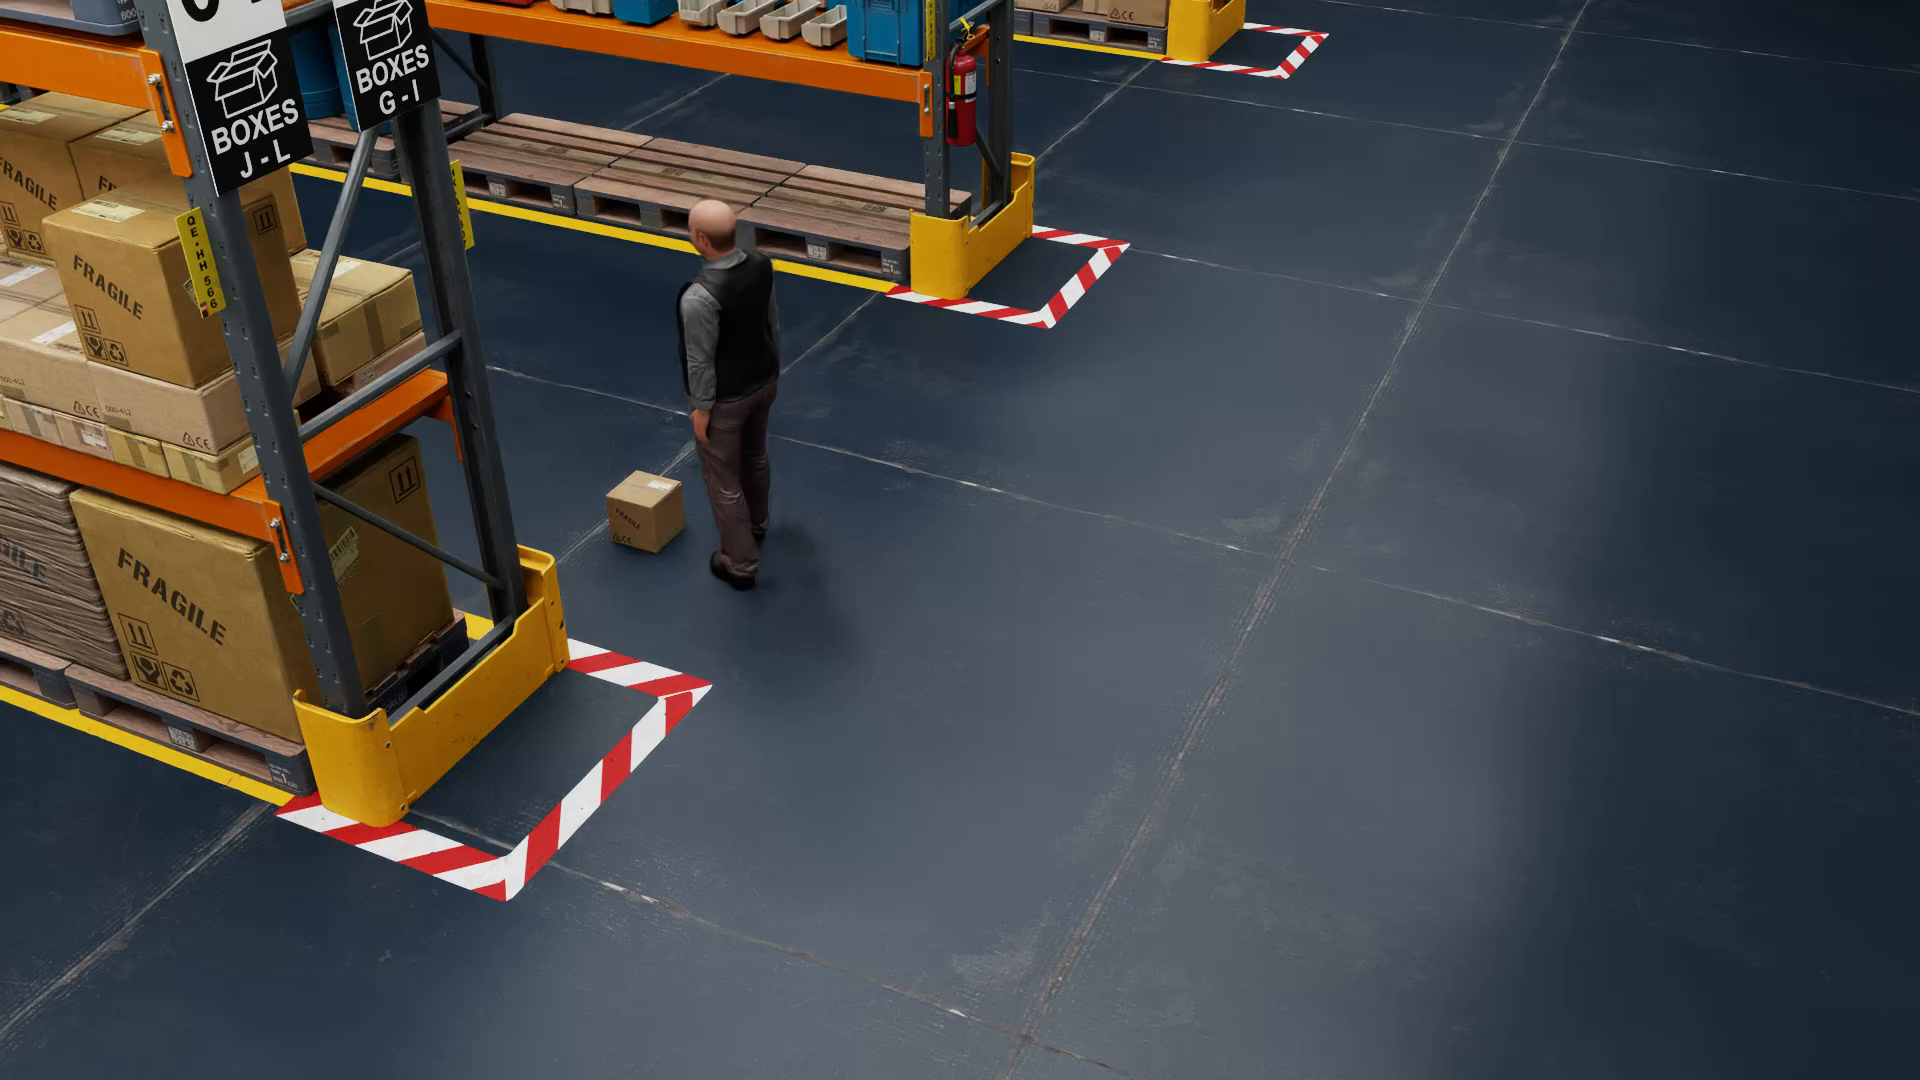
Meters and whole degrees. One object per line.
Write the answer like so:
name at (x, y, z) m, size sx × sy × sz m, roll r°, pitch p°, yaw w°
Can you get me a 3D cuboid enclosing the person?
person at (-1.016, -0.663, 7.158) m, size 0.550 × 1.725 × 0.562 m, roll 22°, pitch 39°, yaw 29°
